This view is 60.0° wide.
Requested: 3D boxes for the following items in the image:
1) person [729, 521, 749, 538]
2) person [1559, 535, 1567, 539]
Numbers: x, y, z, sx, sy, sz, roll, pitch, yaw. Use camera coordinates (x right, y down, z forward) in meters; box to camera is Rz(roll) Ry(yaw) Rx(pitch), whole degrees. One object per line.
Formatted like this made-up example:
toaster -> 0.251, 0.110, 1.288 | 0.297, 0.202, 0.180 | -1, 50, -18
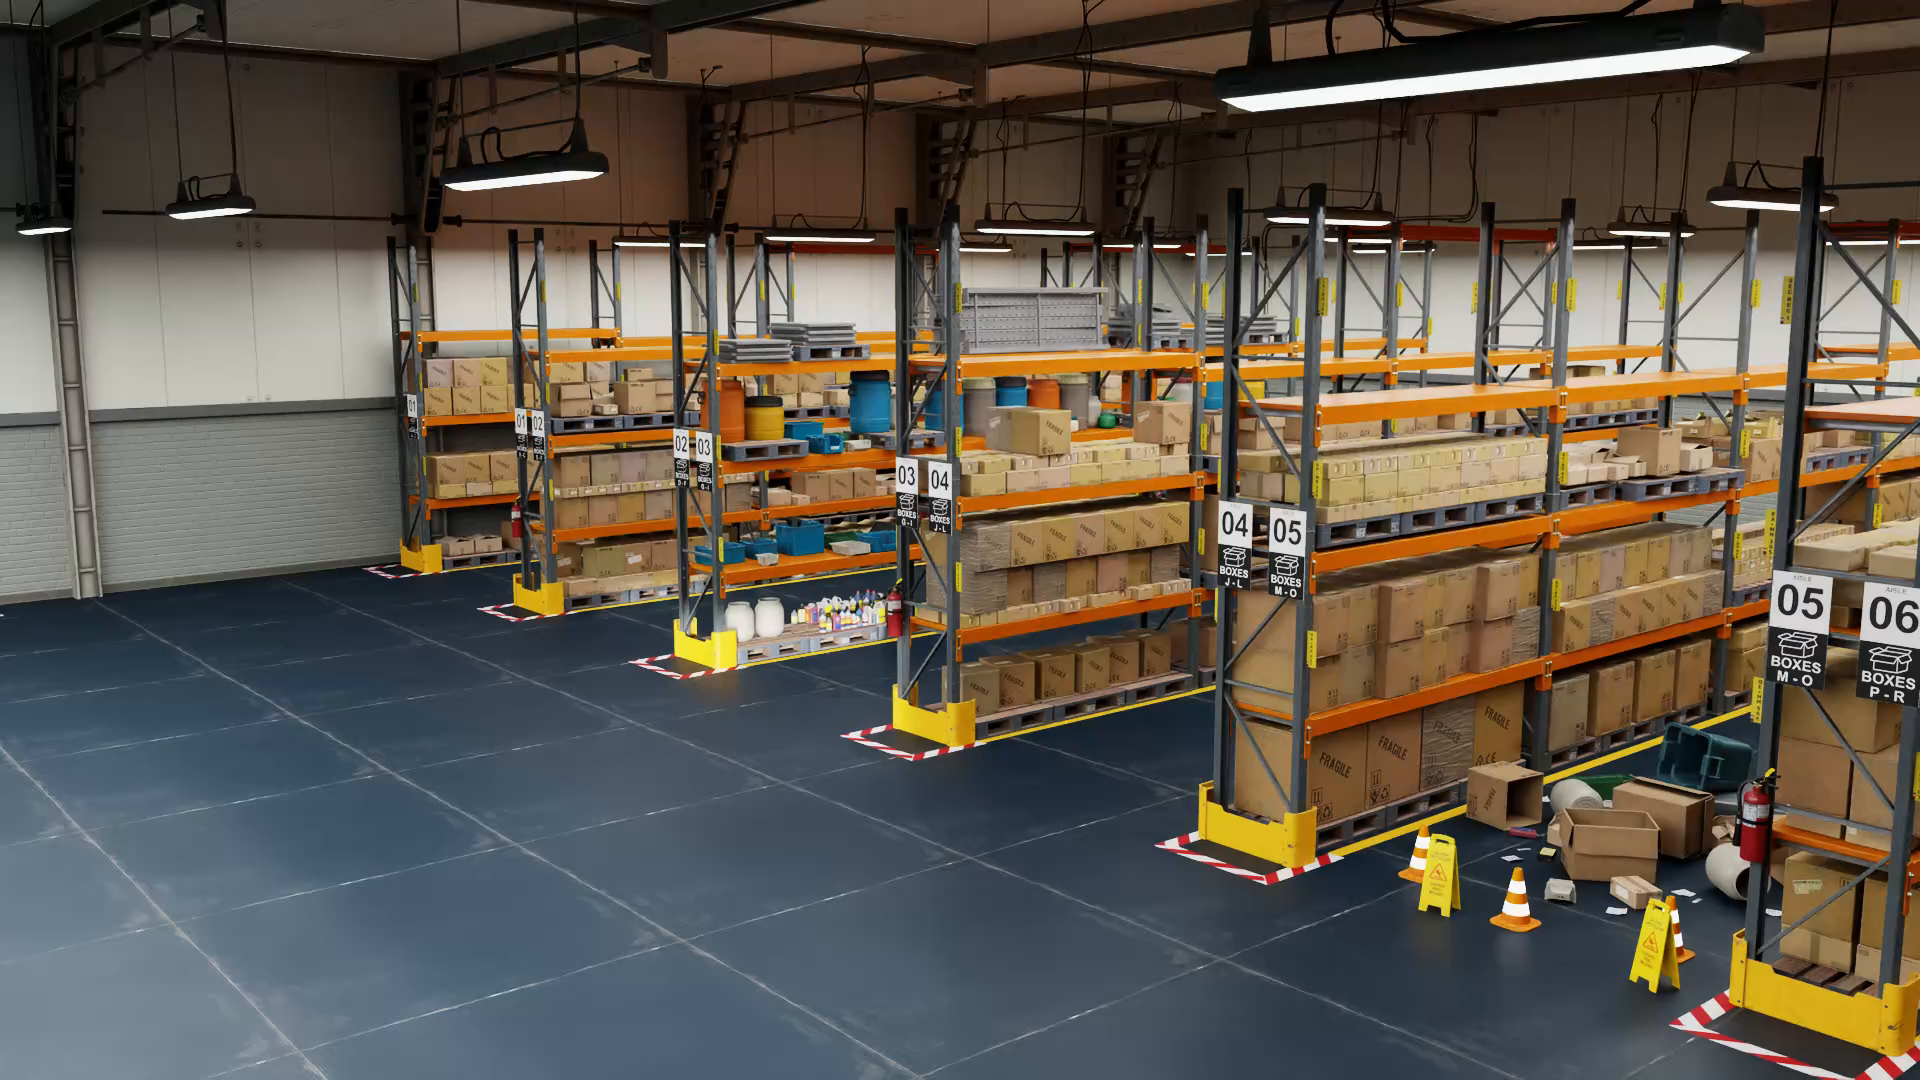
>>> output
person -> -4.179, -0.474, 31.627 | 0.431, 1.561, 0.703 | 8, 12, 42
person -> 8.846, 0.543, 24.782 | 0.877, 1.807, 0.546 | -8, 12, -41
